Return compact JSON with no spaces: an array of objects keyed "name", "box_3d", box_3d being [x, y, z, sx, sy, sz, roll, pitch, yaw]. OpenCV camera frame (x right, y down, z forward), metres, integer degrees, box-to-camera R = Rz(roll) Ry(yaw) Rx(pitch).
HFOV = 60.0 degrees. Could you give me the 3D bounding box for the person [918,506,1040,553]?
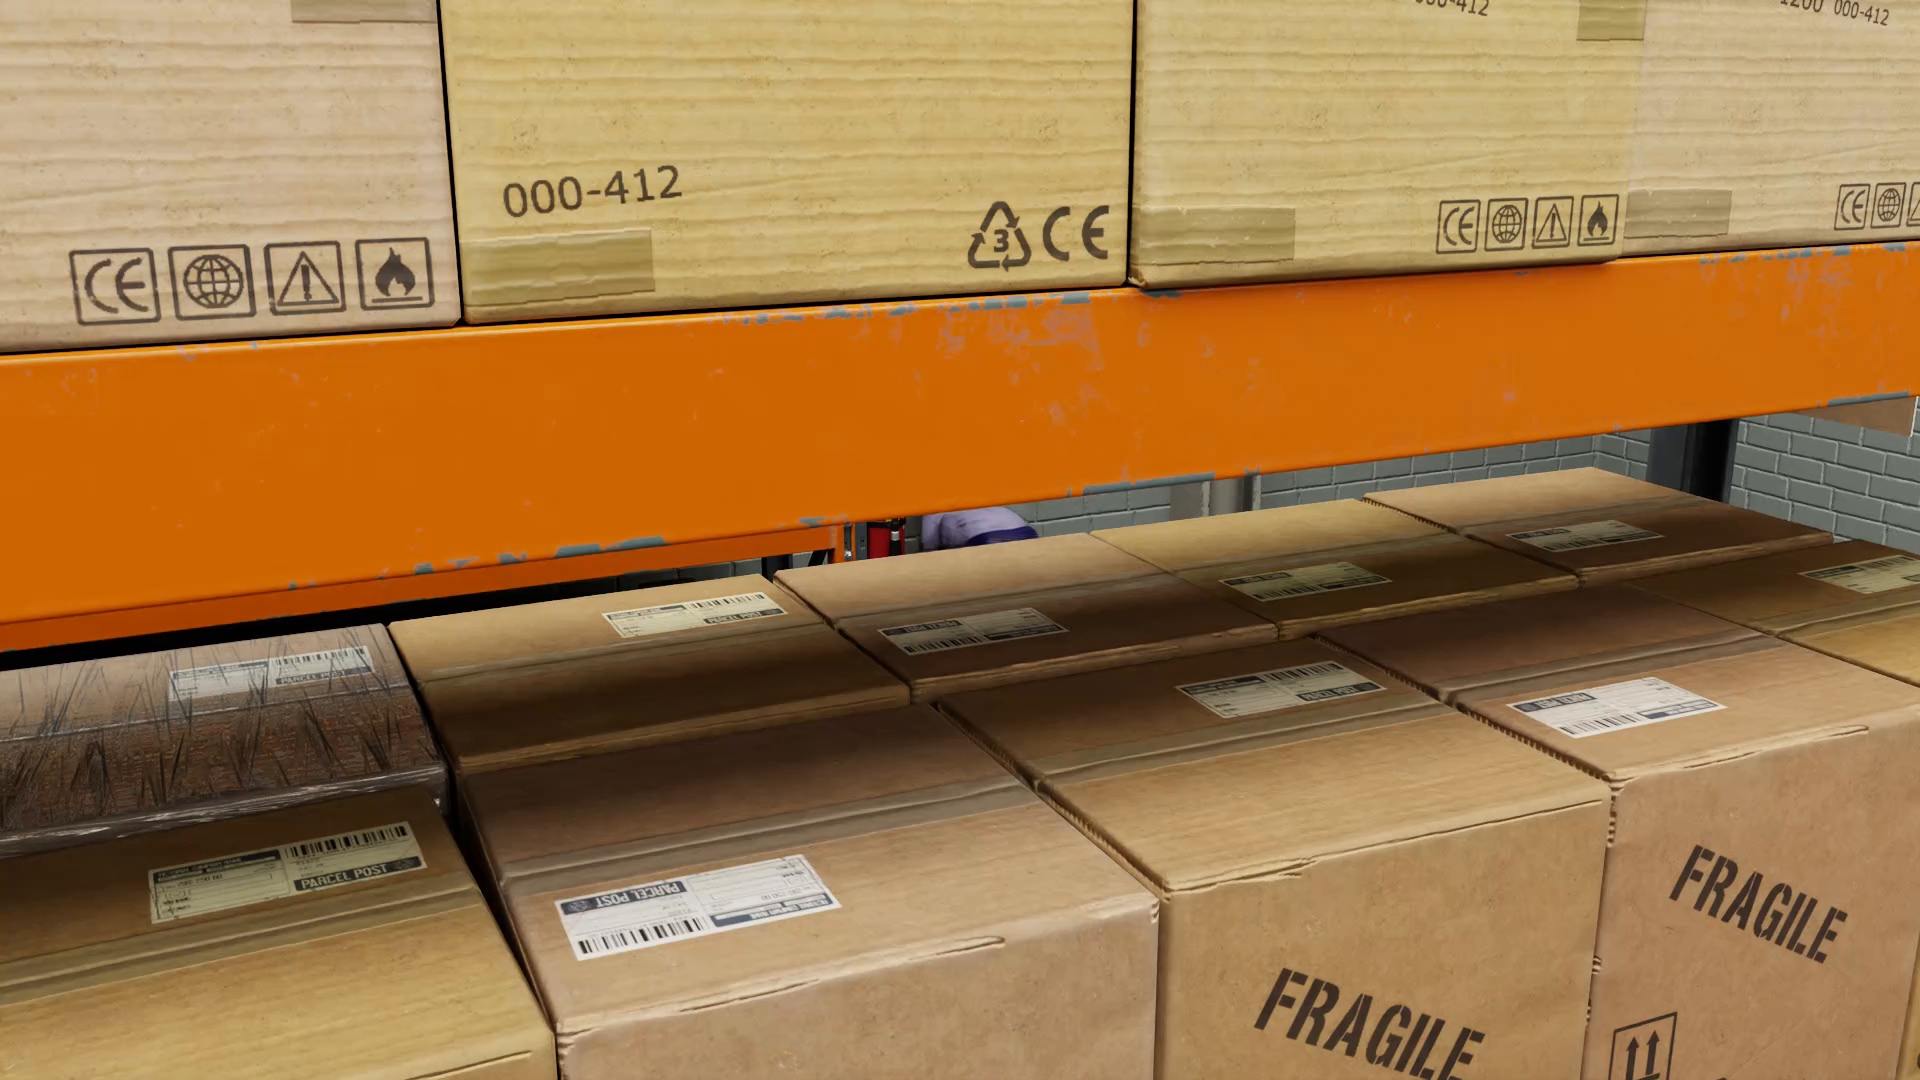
[{"name":"person","box_3d":[0.072,0.250,8.250,0.508,1.065,0.888,-9,18,-30]}]
